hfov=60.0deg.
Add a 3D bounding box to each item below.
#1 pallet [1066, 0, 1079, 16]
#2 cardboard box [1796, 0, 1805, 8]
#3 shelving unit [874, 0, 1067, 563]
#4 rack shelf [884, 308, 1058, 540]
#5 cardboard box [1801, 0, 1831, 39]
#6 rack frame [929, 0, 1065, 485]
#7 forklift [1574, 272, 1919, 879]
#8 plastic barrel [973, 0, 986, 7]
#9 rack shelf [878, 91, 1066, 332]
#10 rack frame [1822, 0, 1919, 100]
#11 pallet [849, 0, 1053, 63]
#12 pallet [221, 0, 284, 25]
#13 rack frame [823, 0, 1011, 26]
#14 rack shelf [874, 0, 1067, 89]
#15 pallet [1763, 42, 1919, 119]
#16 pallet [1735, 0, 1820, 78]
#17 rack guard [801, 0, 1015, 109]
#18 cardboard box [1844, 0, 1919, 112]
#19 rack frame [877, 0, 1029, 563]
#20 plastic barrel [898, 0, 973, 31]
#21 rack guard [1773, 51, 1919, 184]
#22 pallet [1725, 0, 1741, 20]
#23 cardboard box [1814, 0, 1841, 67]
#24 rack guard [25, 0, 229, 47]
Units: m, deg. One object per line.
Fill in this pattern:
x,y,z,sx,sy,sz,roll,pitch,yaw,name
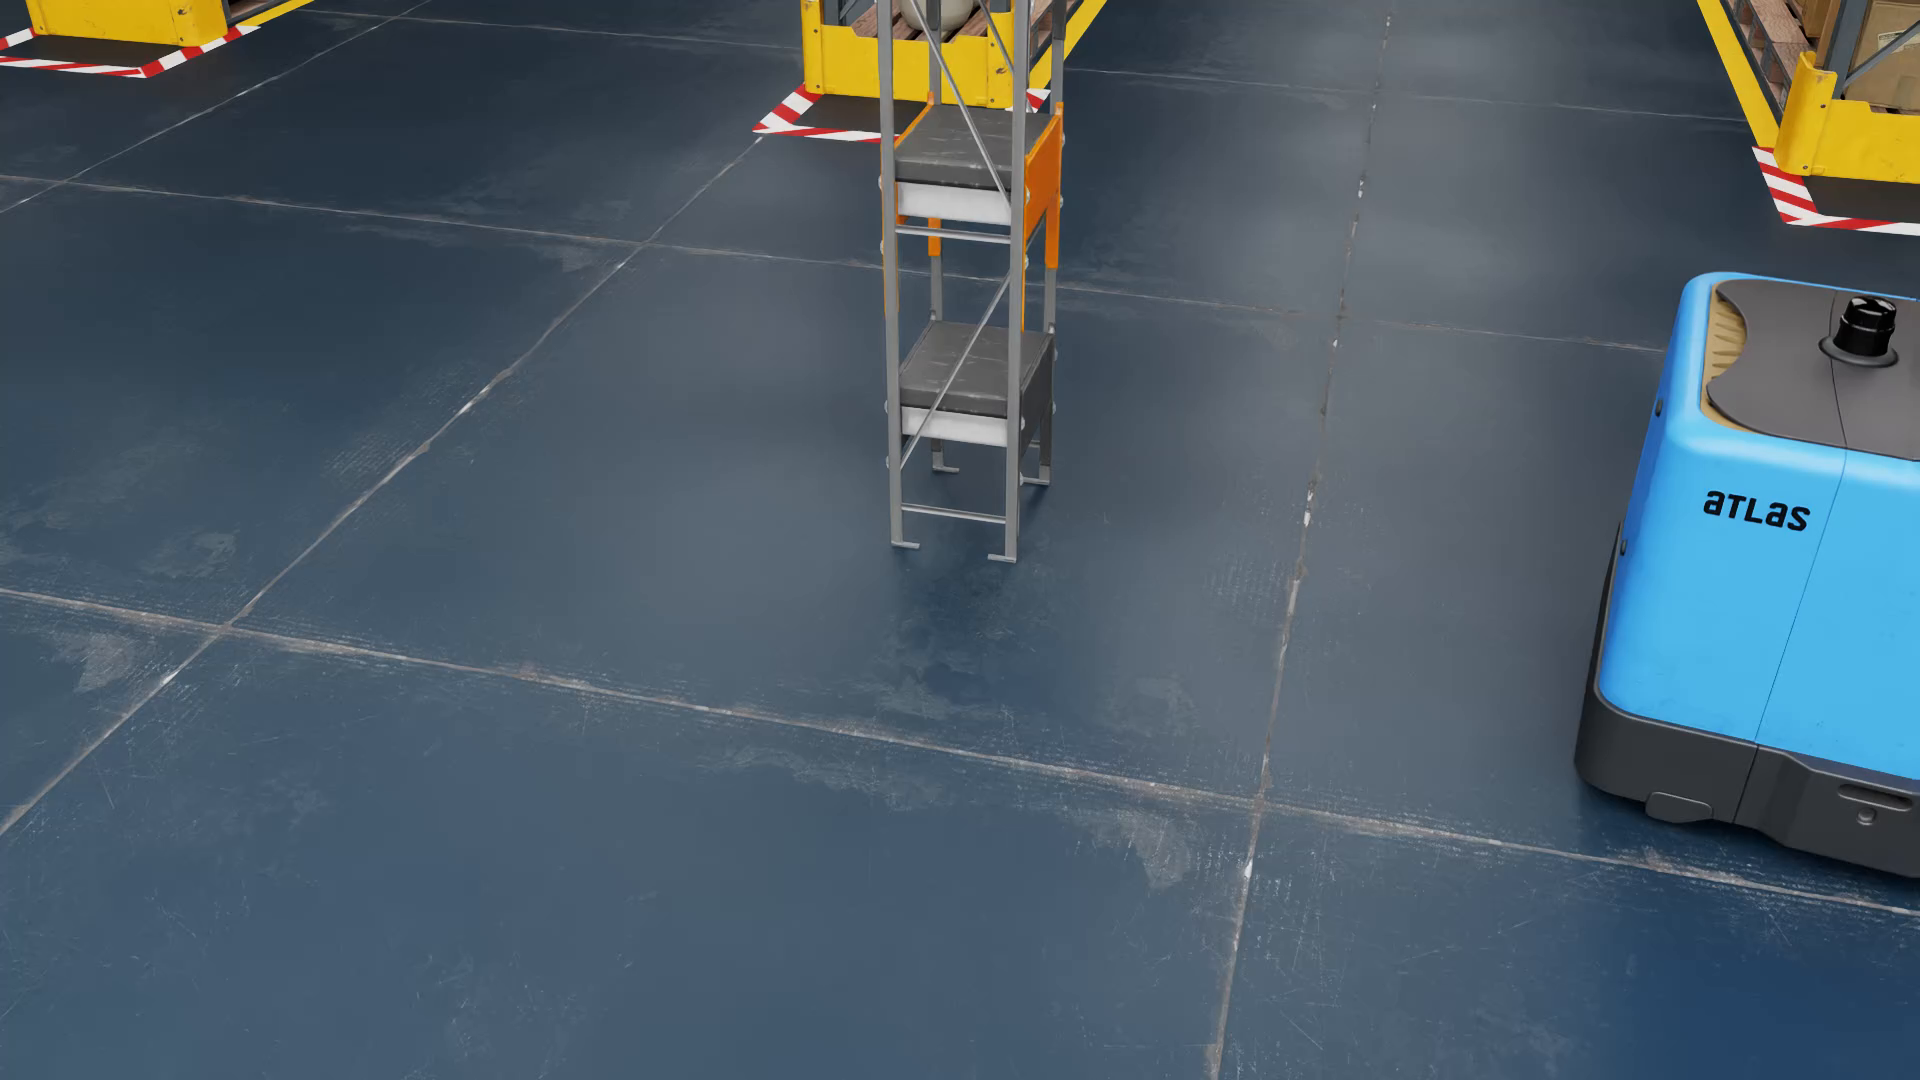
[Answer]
0.266,-3.602,10.720,1.003,0.211,1.213,8,33,12,pallet
5.215,-3.372,9.696,0.500,0.500,0.500,5,33,8,cardboard box
0.042,-0.972,4.822,0.431,2.100,0.503,8,33,12,shelving unit
0.042,-0.370,5.205,0.431,0.518,0.480,8,33,12,rack shelf
5.030,-3.088,9.250,0.500,0.500,0.500,11,34,17,cardboard box
0.104,-1.099,5.021,0.400,2.100,0.015,8,33,12,rack frame
3.124,-0.510,3.320,3.031,2.935,1.130,13,35,19,forklift
-0.011,-3.421,9.762,0.421,0.512,0.421,0,32,0,plastic barrel
0.042,-0.960,4.829,0.431,0.518,0.480,8,33,12,rack shelf
4.560,-3.007,7.184,1.000,3.000,0.127,8,33,12,rack frame
-0.046,-2.971,9.727,1.003,0.211,1.213,8,33,12,pallet
-4.868,-3.583,10.690,1.003,0.211,1.213,8,33,12,pallet
-0.231,-3.681,8.245,1.000,3.000,0.127,8,33,12,rack frame
0.042,-1.551,4.454,0.431,0.518,0.480,8,33,12,rack shelf
4.819,-2.286,8.650,1.003,0.211,1.213,8,33,12,pallet
5.131,-2.917,9.642,1.003,0.211,1.213,8,33,12,pallet
-0.257,-2.672,8.987,1.175,0.500,0.348,8,33,12,rack guard
4.734,-2.451,8.248,0.500,0.500,0.500,14,35,21,cardboard box
-0.020,-0.845,4.623,0.400,2.100,0.015,8,33,12,rack frame
-0.138,-3.160,9.353,0.421,0.512,0.421,0,32,0,plastic barrel
4.579,-1.991,7.917,1.175,0.500,0.348,8,33,12,rack guard
5.439,-3.552,10.641,1.003,0.211,1.213,8,33,12,pallet
4.853,-2.766,8.743,0.500,0.500,0.500,17,36,25,cardboard box
-5.027,-3.290,9.959,1.175,0.500,0.348,8,33,12,rack guard
